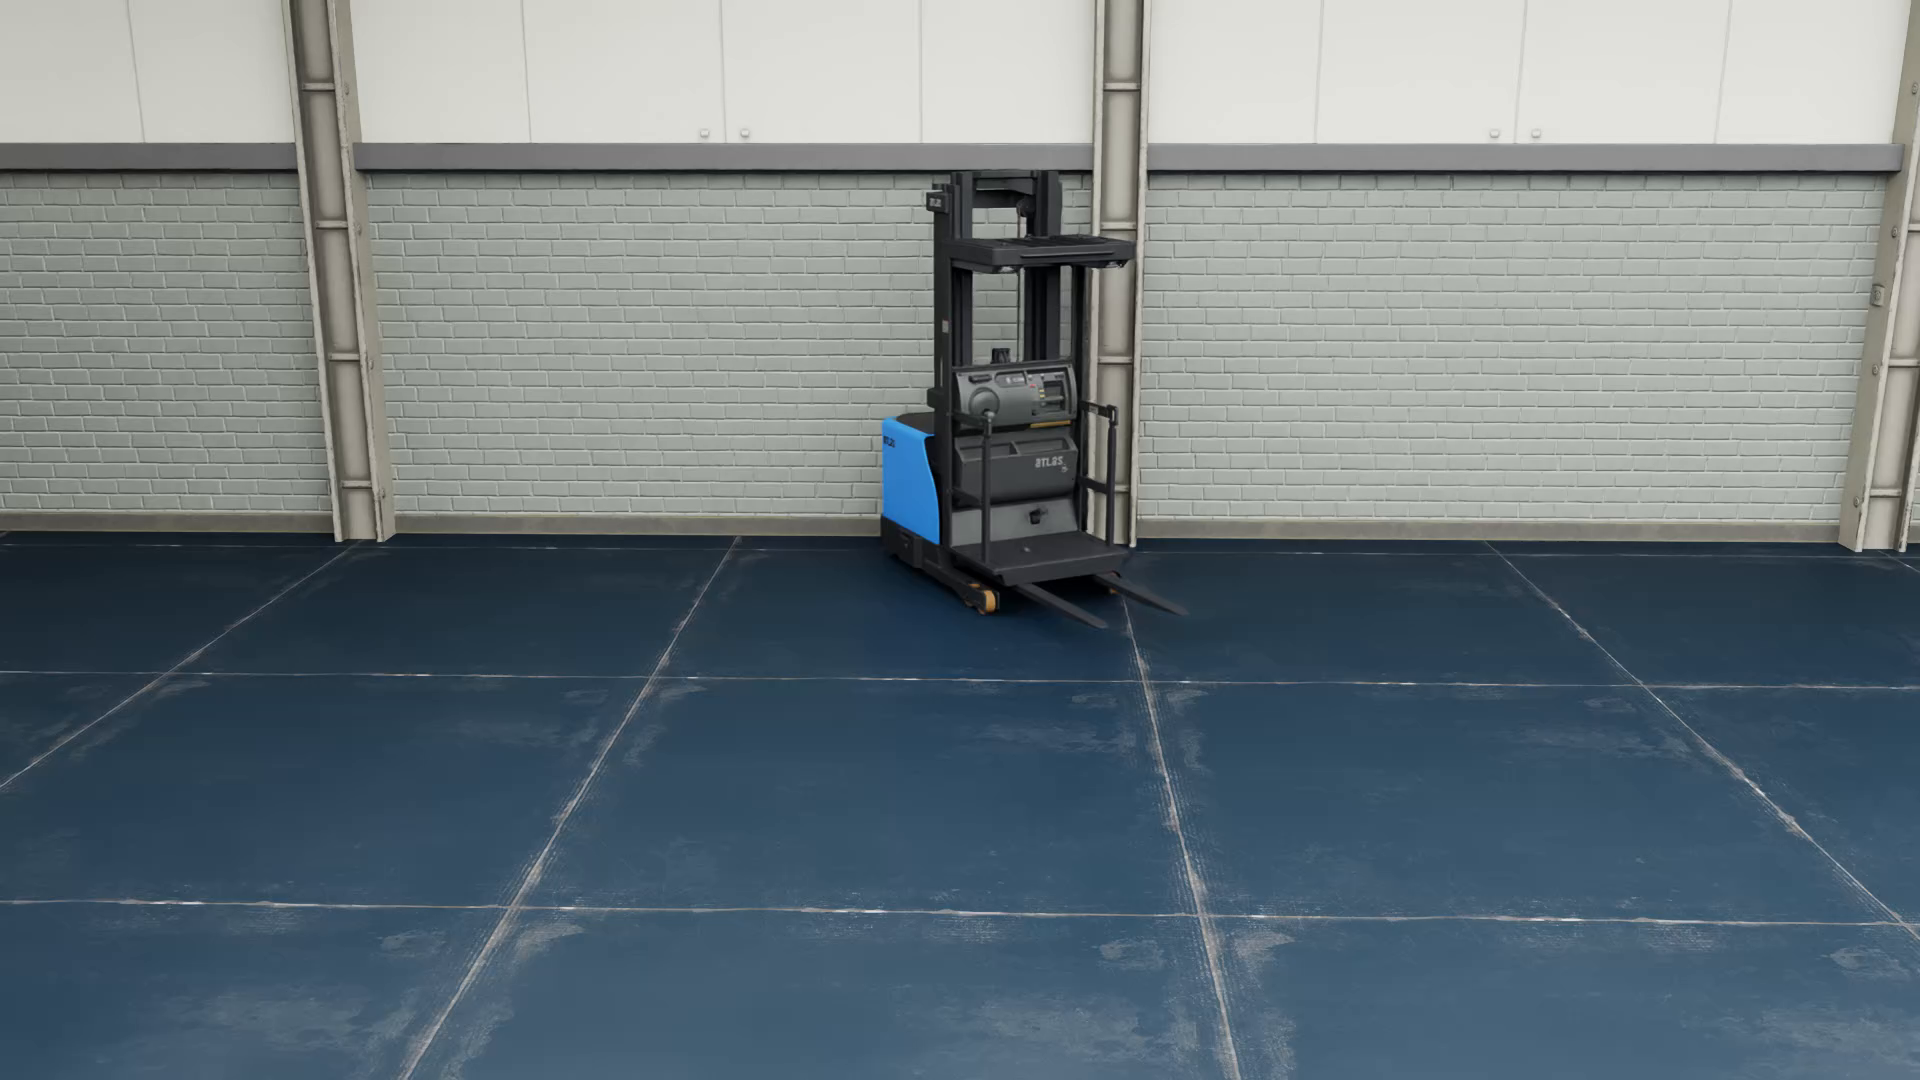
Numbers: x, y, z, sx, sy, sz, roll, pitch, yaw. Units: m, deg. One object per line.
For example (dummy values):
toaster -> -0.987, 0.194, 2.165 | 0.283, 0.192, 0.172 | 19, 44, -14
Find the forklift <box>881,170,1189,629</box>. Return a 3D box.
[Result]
forklift -> 0.499, -1.037, 11.524 | 1.130, 2.935, 3.031 | -7, 16, -26

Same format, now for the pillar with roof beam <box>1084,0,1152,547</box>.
pillar with roof beam -> 1.089, -3.240, 7.981 | 0.400, 9.000, 9.100 | 0, 15, 1

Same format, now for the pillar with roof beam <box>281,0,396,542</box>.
pillar with roof beam -> -4.909, -3.279, 8.129 | 0.400, 9.000, 9.100 | 0, 15, 1

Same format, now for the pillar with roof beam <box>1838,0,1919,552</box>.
pillar with roof beam -> 7.087, -3.201, 7.833 | 0.400, 9.000, 9.100 | 0, 15, 1
